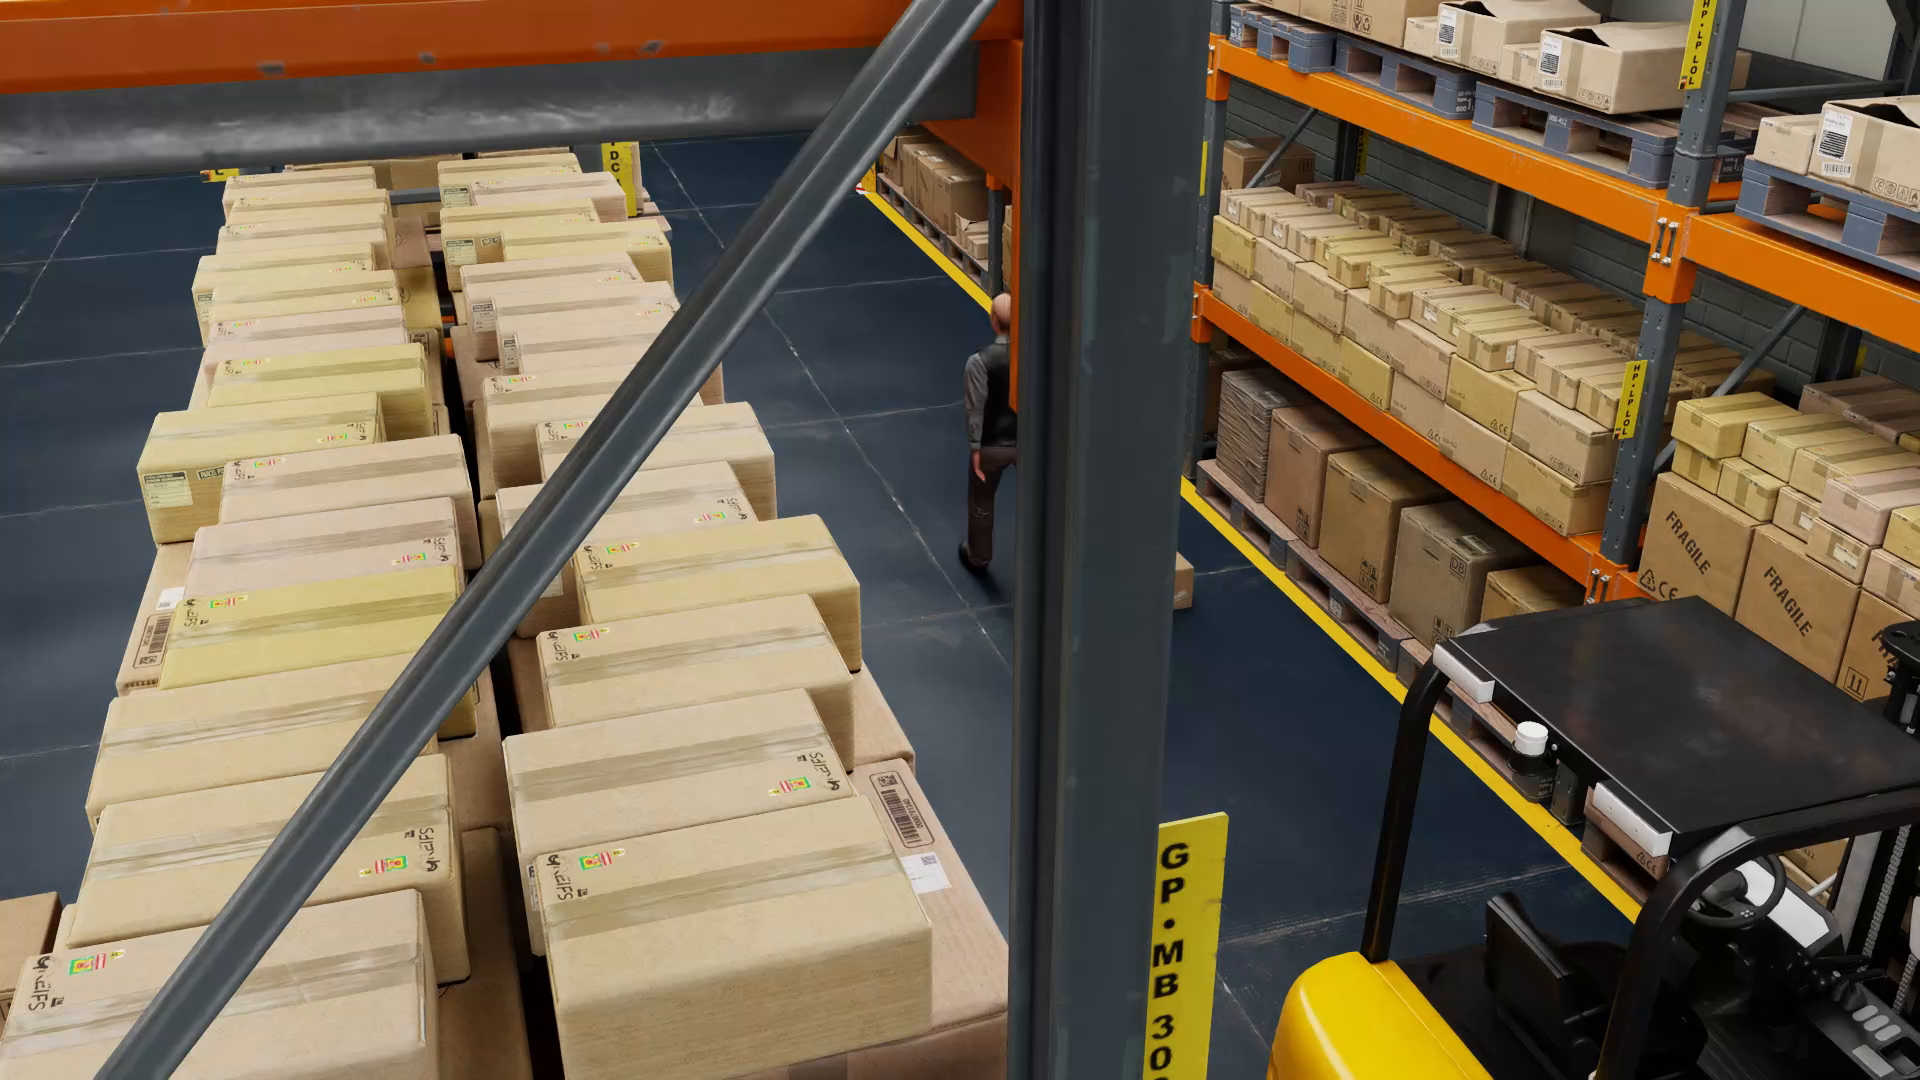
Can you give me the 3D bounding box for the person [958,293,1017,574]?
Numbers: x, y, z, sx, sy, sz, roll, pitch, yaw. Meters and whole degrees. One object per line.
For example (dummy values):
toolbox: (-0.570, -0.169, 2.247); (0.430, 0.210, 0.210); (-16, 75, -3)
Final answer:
person: (0.313, -0.509, 9.180); (0.586, 1.706, 0.923); (-5, 27, -11)
